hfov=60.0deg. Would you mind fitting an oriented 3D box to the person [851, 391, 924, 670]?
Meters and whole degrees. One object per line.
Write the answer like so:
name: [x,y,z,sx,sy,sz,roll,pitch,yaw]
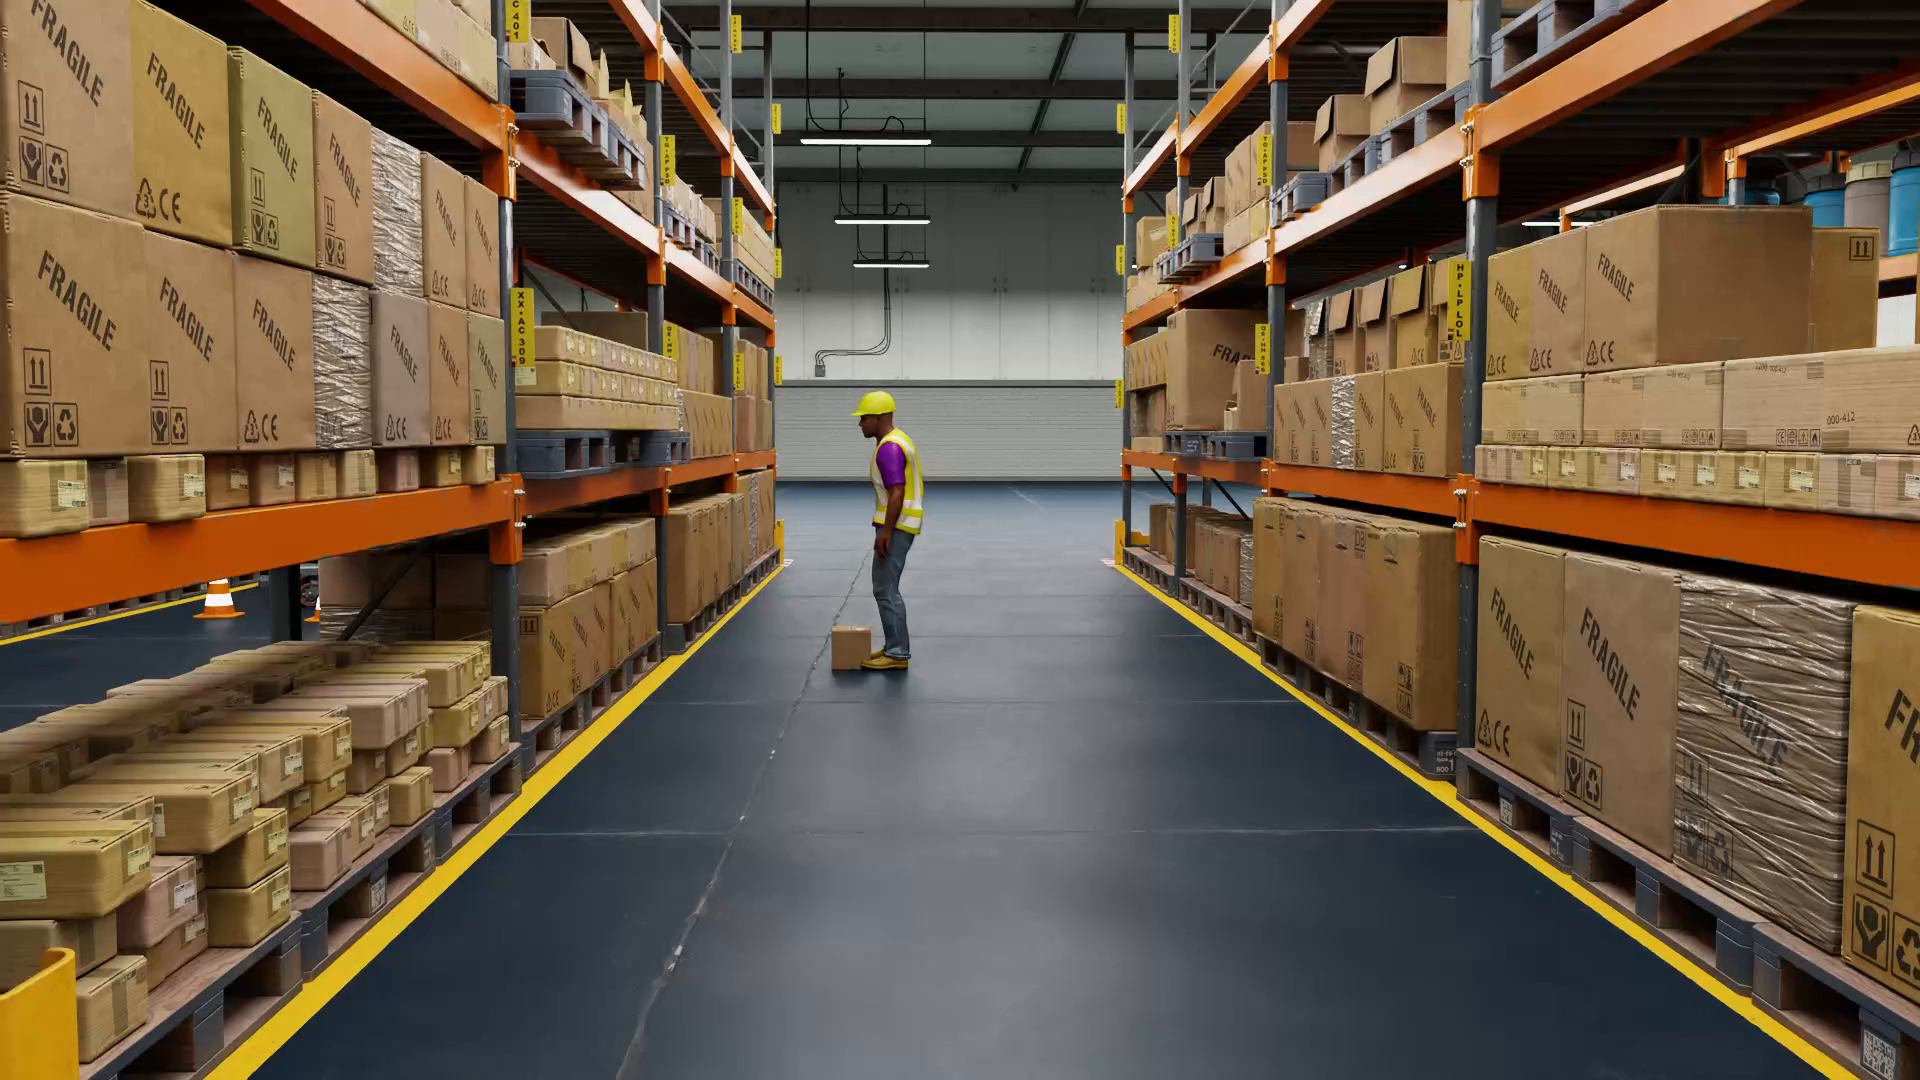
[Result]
person: [-0.463,-0.065,10.607,0.461,1.760,0.625,0,4,-2]
